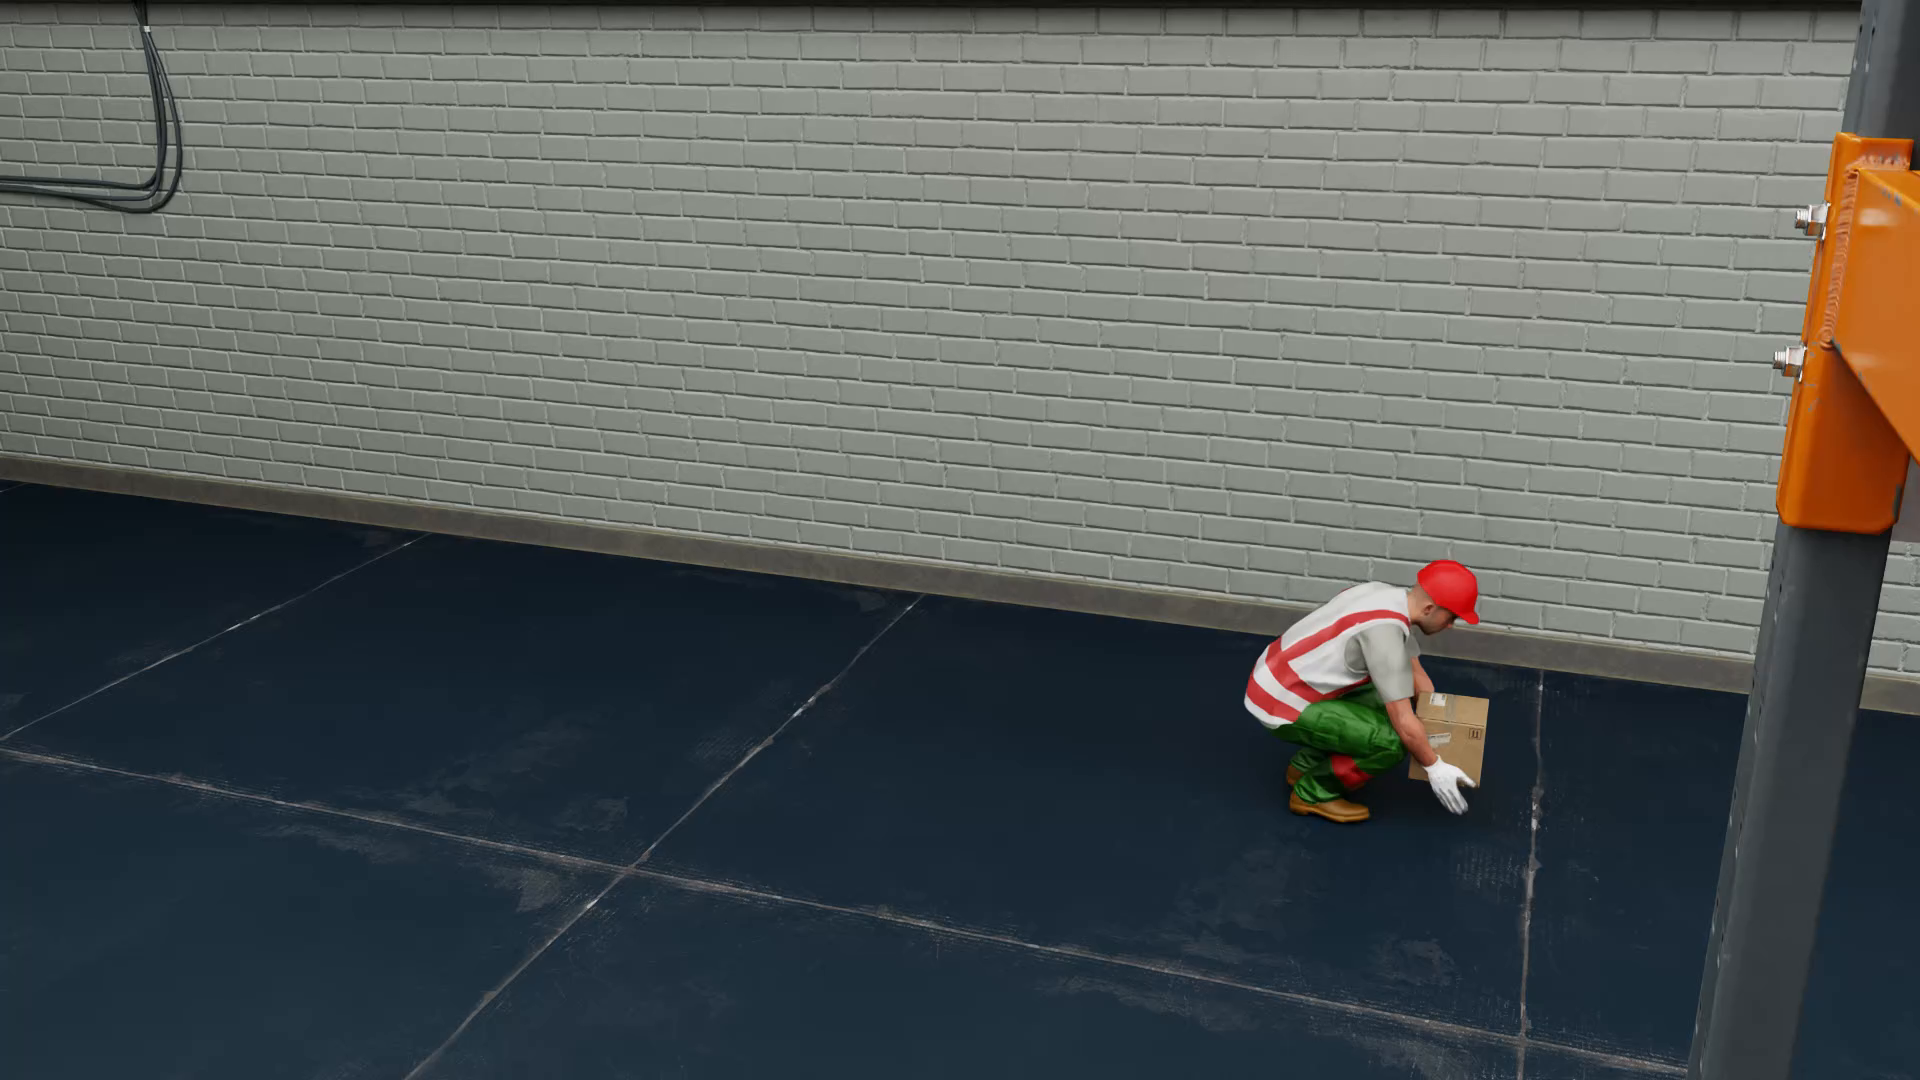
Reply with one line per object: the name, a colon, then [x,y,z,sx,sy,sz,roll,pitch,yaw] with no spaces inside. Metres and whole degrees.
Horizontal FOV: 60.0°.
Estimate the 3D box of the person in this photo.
person: [1.505,0.536,6.185,0.865,0.995,0.549,6,19,18]
